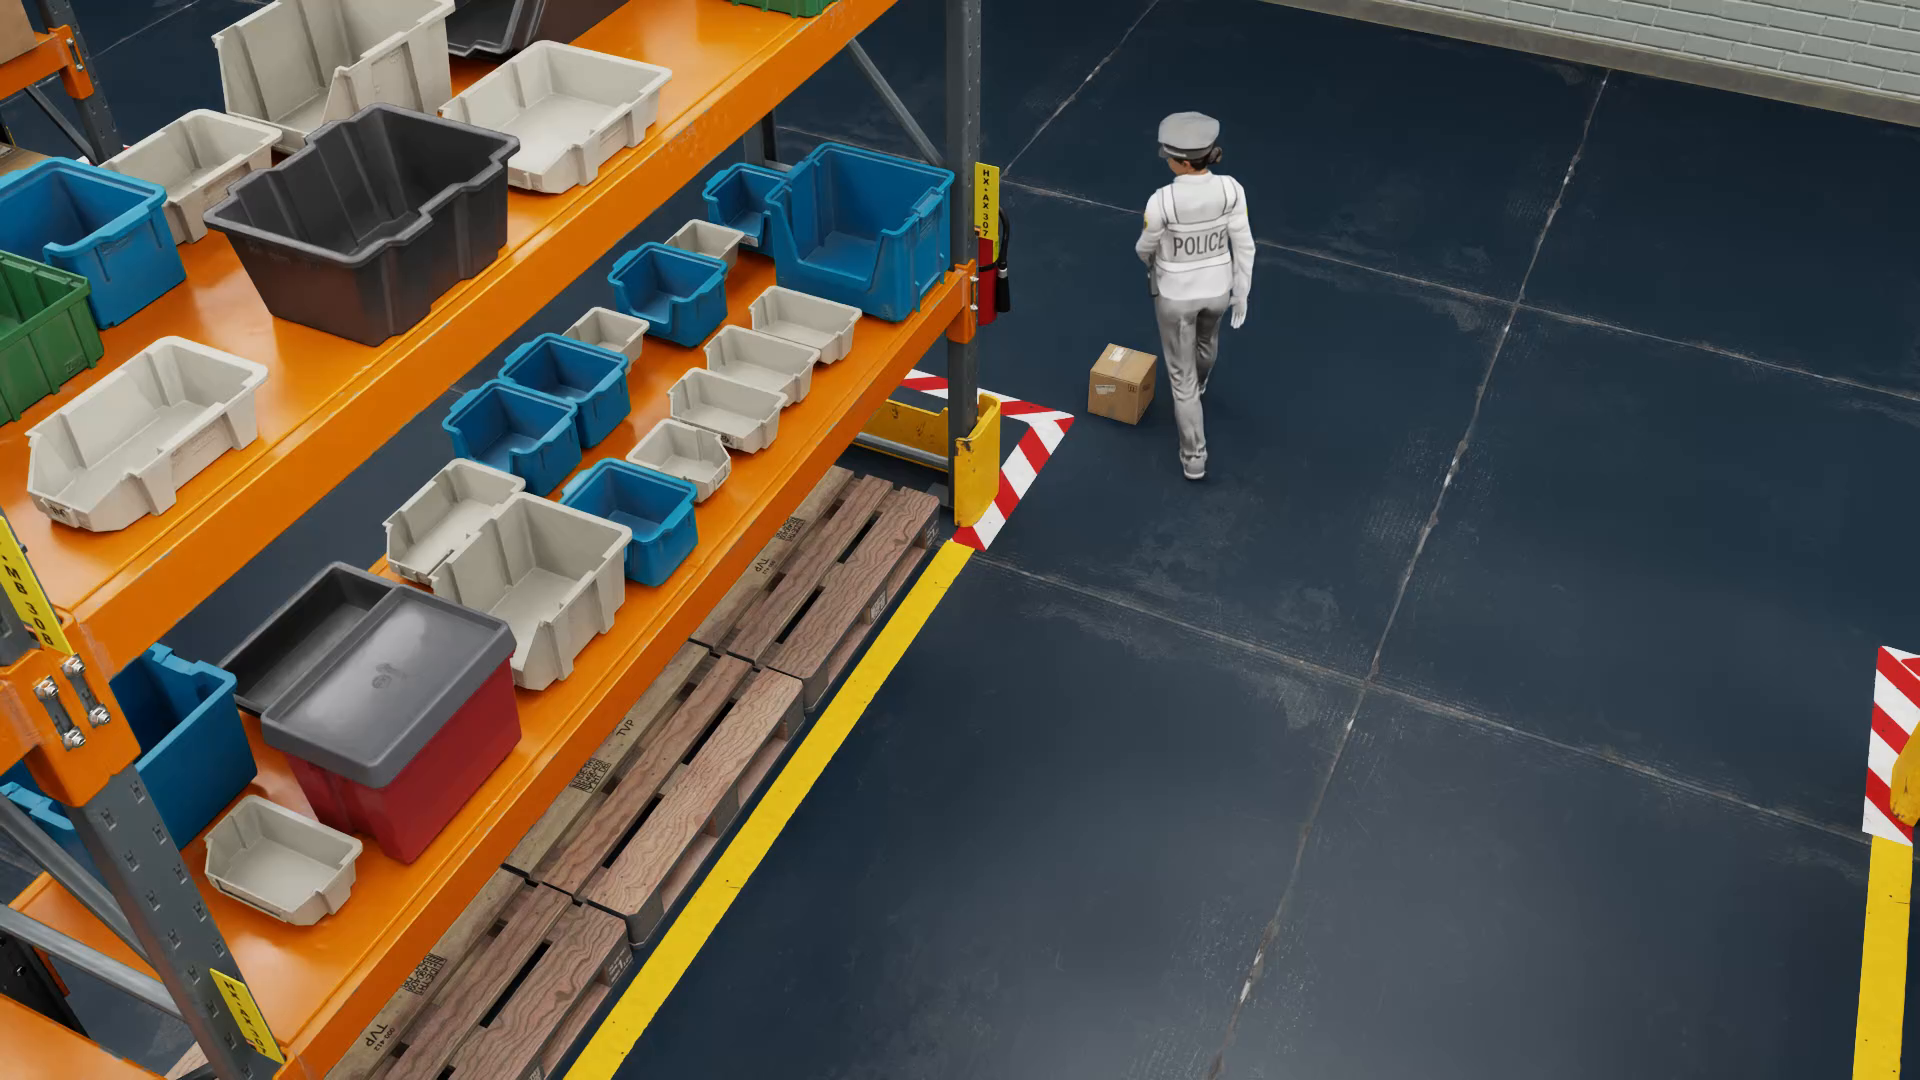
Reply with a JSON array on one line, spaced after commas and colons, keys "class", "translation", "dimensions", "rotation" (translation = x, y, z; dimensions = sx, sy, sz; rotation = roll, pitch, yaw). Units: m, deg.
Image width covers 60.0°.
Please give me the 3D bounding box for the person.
[{"class": "person", "translation": [1.018, -1.151, 7.430], "dimensions": [0.506, 1.614, 0.854], "rotation": [-11, 43, -12]}]
